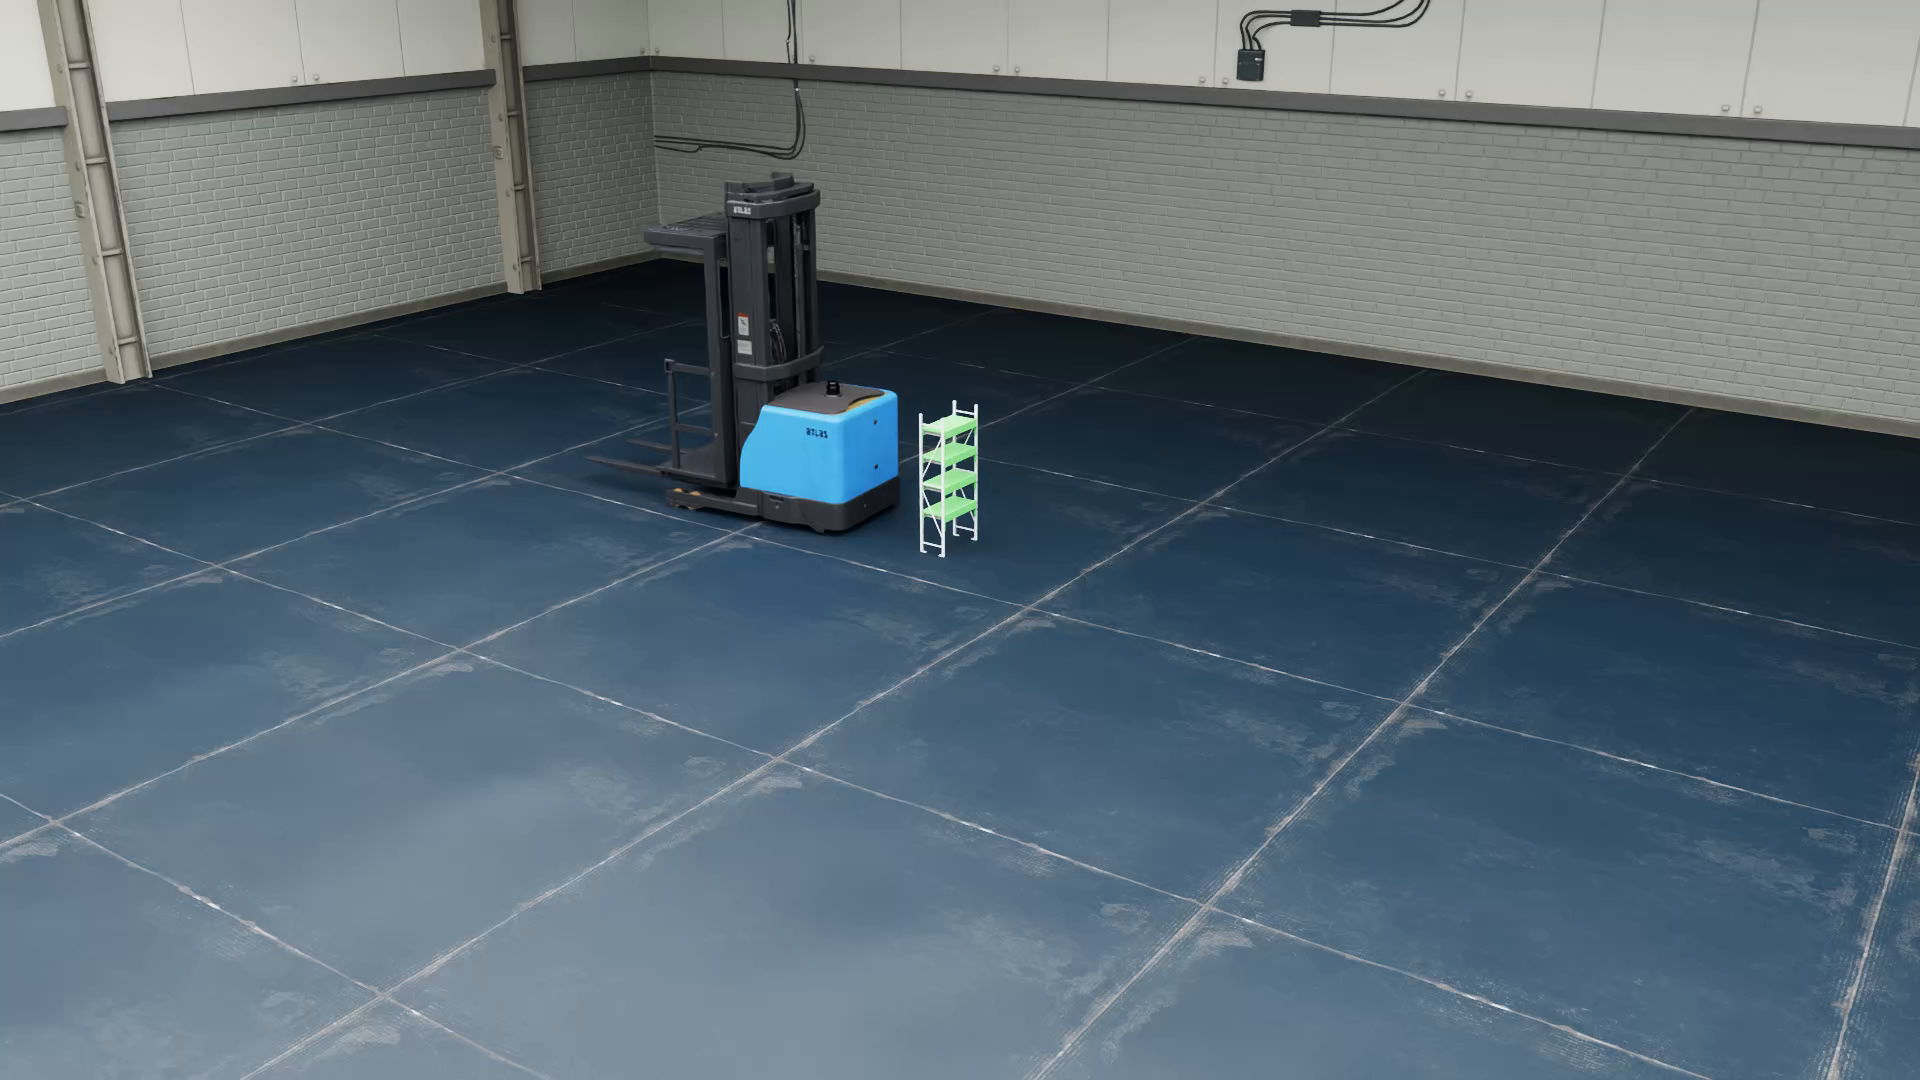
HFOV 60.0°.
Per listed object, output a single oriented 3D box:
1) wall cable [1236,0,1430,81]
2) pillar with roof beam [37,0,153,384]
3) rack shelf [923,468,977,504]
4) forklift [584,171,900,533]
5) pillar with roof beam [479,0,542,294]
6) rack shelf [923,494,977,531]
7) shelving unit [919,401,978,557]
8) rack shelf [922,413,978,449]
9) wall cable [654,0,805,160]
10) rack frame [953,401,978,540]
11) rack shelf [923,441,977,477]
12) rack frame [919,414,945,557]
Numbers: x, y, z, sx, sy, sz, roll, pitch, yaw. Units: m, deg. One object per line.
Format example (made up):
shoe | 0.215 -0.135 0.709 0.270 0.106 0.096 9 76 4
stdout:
wall cable | 4.304 -8.148 18.419 2.305 6.003 0.169 13 24 32
pillar with roof beam | -6.101 -5.260 15.515 9.100 9.000 0.400 13 24 32
rack shelf | -0.093 -0.455 13.951 0.258 0.148 0.480 13 24 32
forklift | -2.078 -1.789 14.877 3.031 2.935 1.130 11 23 27
pillar with roof beam | -2.728 -6.982 20.169 9.100 9.000 0.400 13 24 32
rack shelf | -0.093 -0.230 14.034 0.258 0.148 0.480 13 24 32
shelving unit | -0.093 -0.515 13.928 0.258 1.200 0.503 13 24 32
rack shelf | -0.093 -0.906 13.784 0.258 0.148 0.480 13 24 32
wall cable | -3.539 -6.953 24.566 3.097 2.526 0.112 13 24 32
rack frame | 0.044 -0.585 14.118 0.240 1.200 0.015 13 24 32
rack shelf | -0.093 -0.680 13.867 0.258 0.148 0.480 13 24 32
rack frame | -0.230 -0.445 13.739 0.240 1.200 0.015 13 24 32
